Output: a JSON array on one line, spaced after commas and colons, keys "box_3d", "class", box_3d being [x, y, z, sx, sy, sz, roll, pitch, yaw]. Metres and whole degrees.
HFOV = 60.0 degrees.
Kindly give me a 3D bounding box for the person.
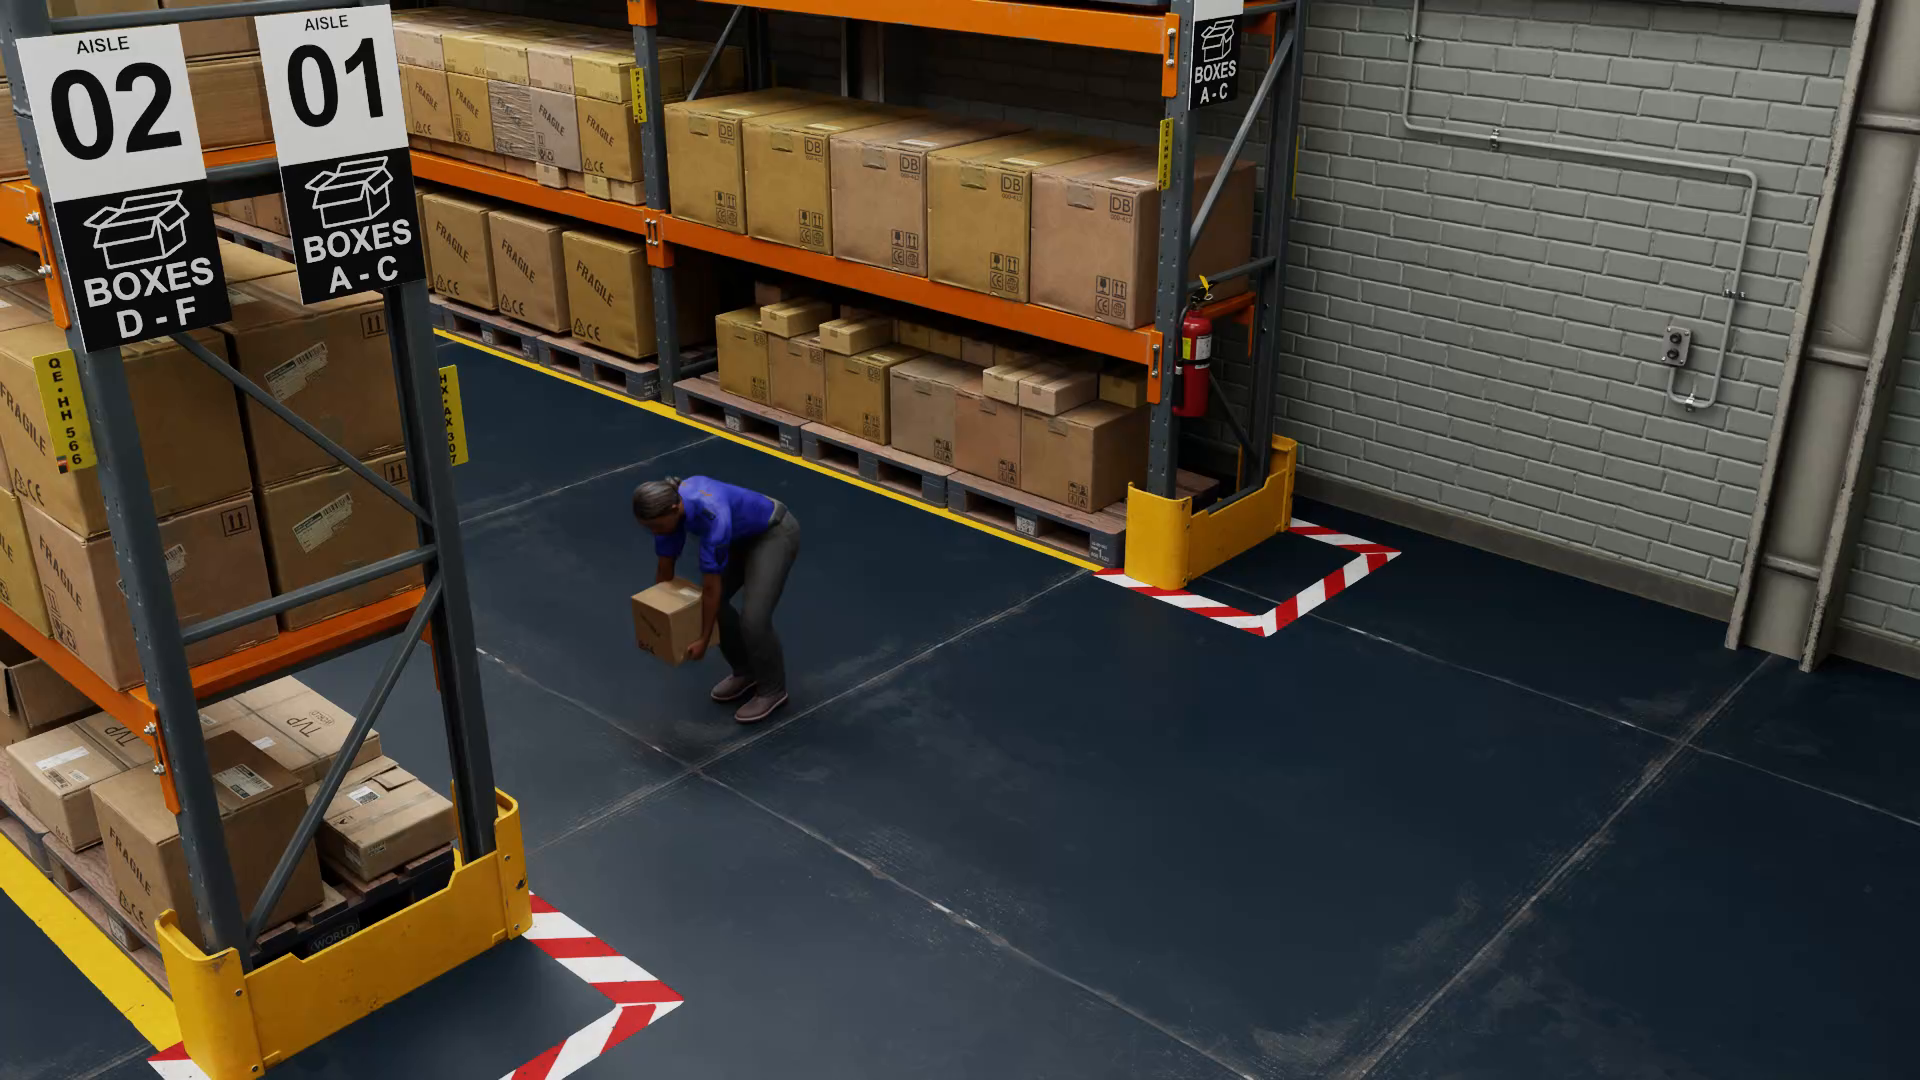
[{"box_3d": [-1.043, 0.221, 7.158, 0.424, 1.220, 0.825, 19, 30, 36], "class": "person"}]
